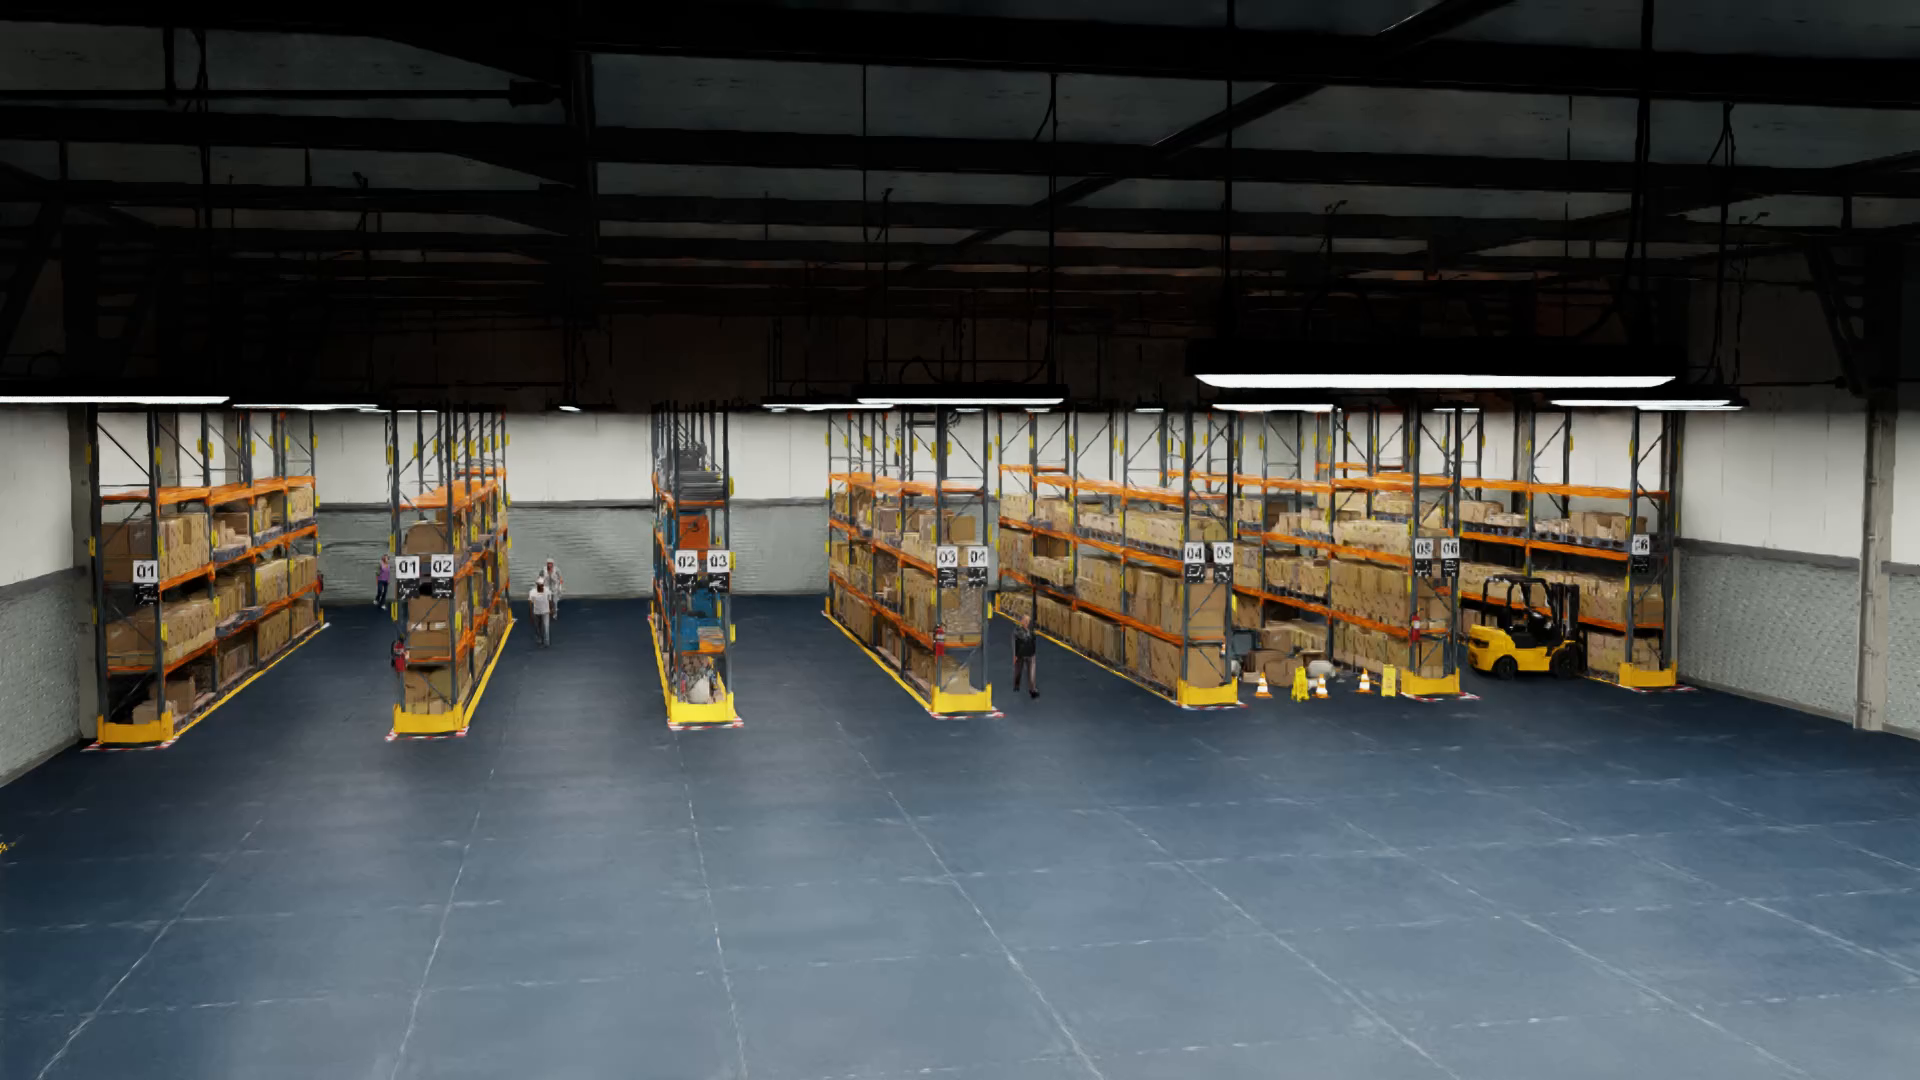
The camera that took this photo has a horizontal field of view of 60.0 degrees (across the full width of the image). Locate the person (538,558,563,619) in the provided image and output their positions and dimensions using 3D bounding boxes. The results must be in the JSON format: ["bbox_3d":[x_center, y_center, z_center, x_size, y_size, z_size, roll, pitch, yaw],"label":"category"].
[{"bbox_3d":[-11.462,1.358,46.511,0.677,1.742,0.552,-1,4,-13],"label":"person"}]

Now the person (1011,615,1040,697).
[{"bbox_3d":[1.302,2.389,33.820,0.543,1.554,1.115,-1,4,-9],"label":"person"}]

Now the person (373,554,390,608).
[{"bbox_3d":[-17.152,1.219,49.312,0.492,1.591,0.474,4,6,39],"label":"person"}]

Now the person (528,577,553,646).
[{"bbox_3d":[-10.394,1.757,41.204,0.583,1.686,1.111,-1,4,-13],"label":"person"}]

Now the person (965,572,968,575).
[{"bbox_3d":[0.224,1.555,43.930,0.543,1.698,0.940,-1,4,-10],"label":"person"}]
